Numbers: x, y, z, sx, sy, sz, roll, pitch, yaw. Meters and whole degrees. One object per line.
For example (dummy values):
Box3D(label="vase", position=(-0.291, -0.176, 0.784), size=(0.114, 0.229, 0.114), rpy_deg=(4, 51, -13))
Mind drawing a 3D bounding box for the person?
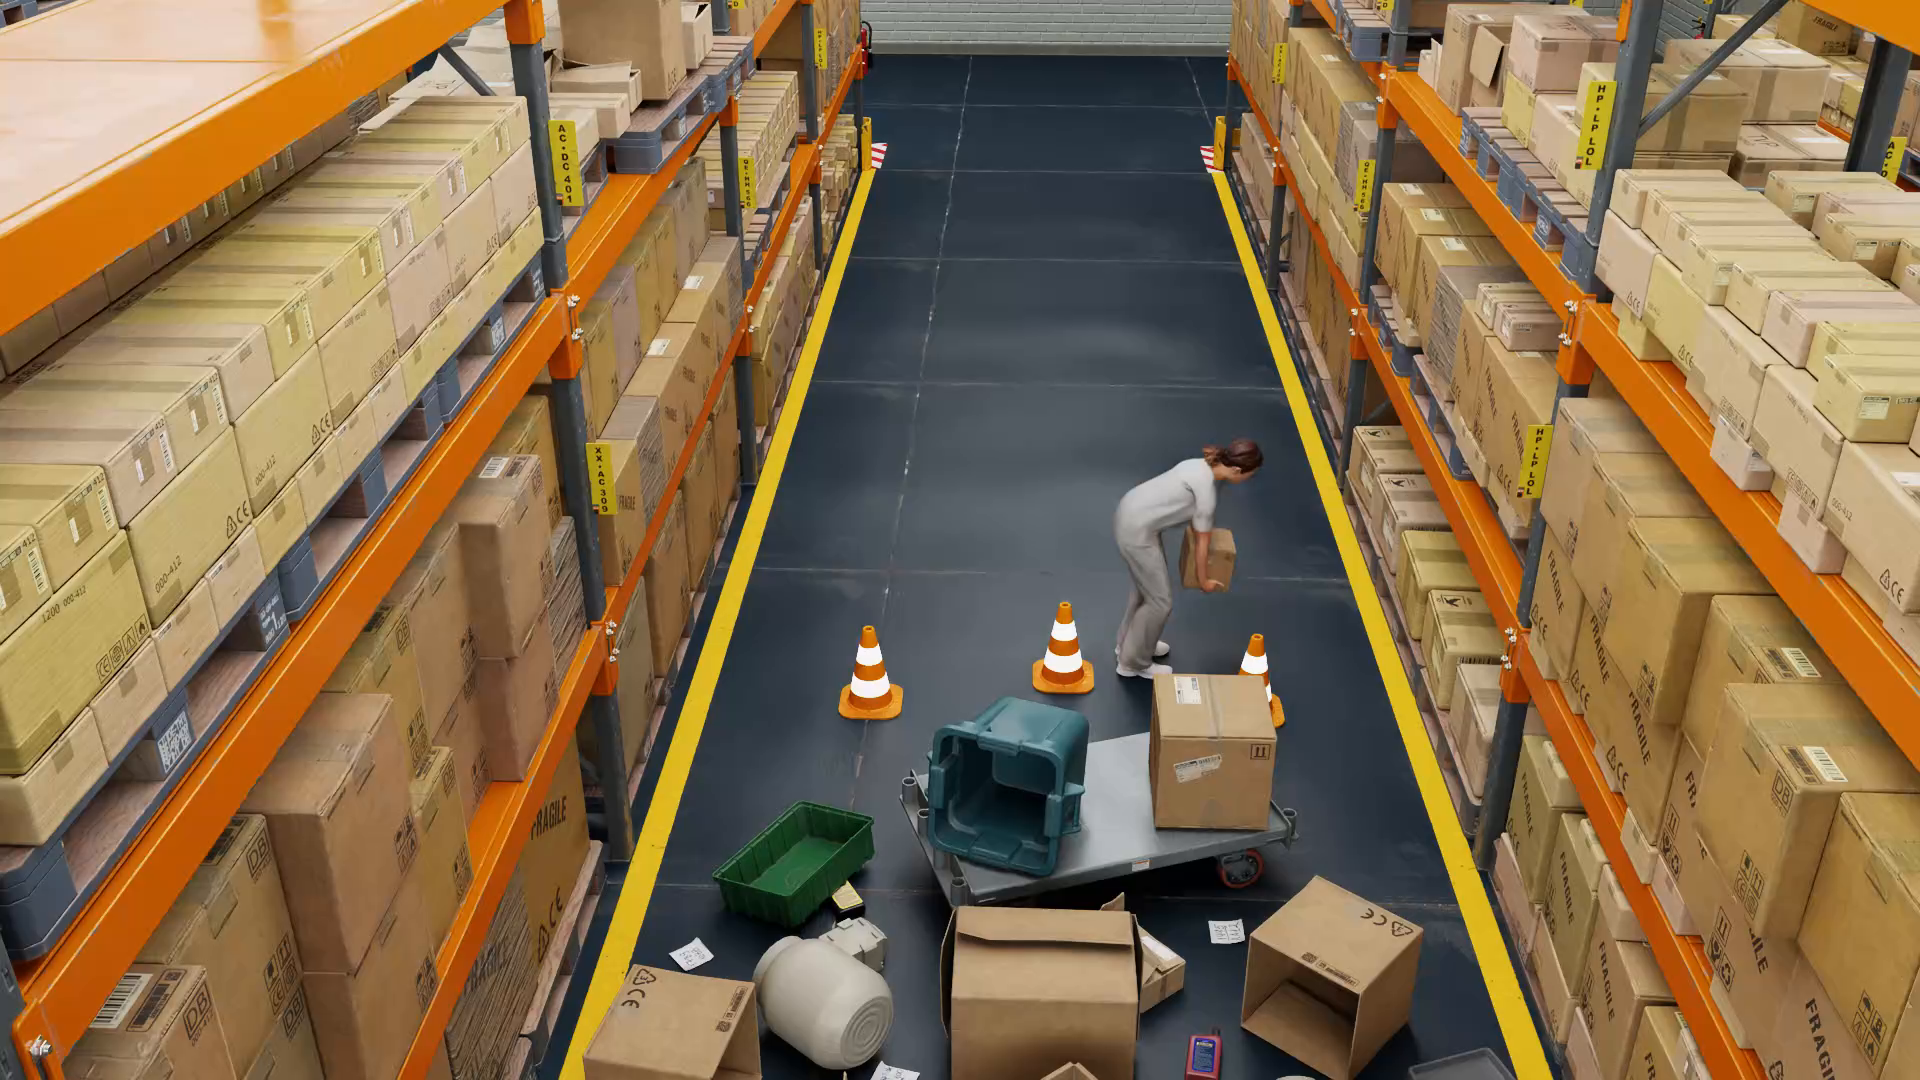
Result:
Box3D(label="person", position=(1.209, 0.086, 9.001), size=(0.772, 1.384, 0.409), rpy_deg=(0, 28, 1))
